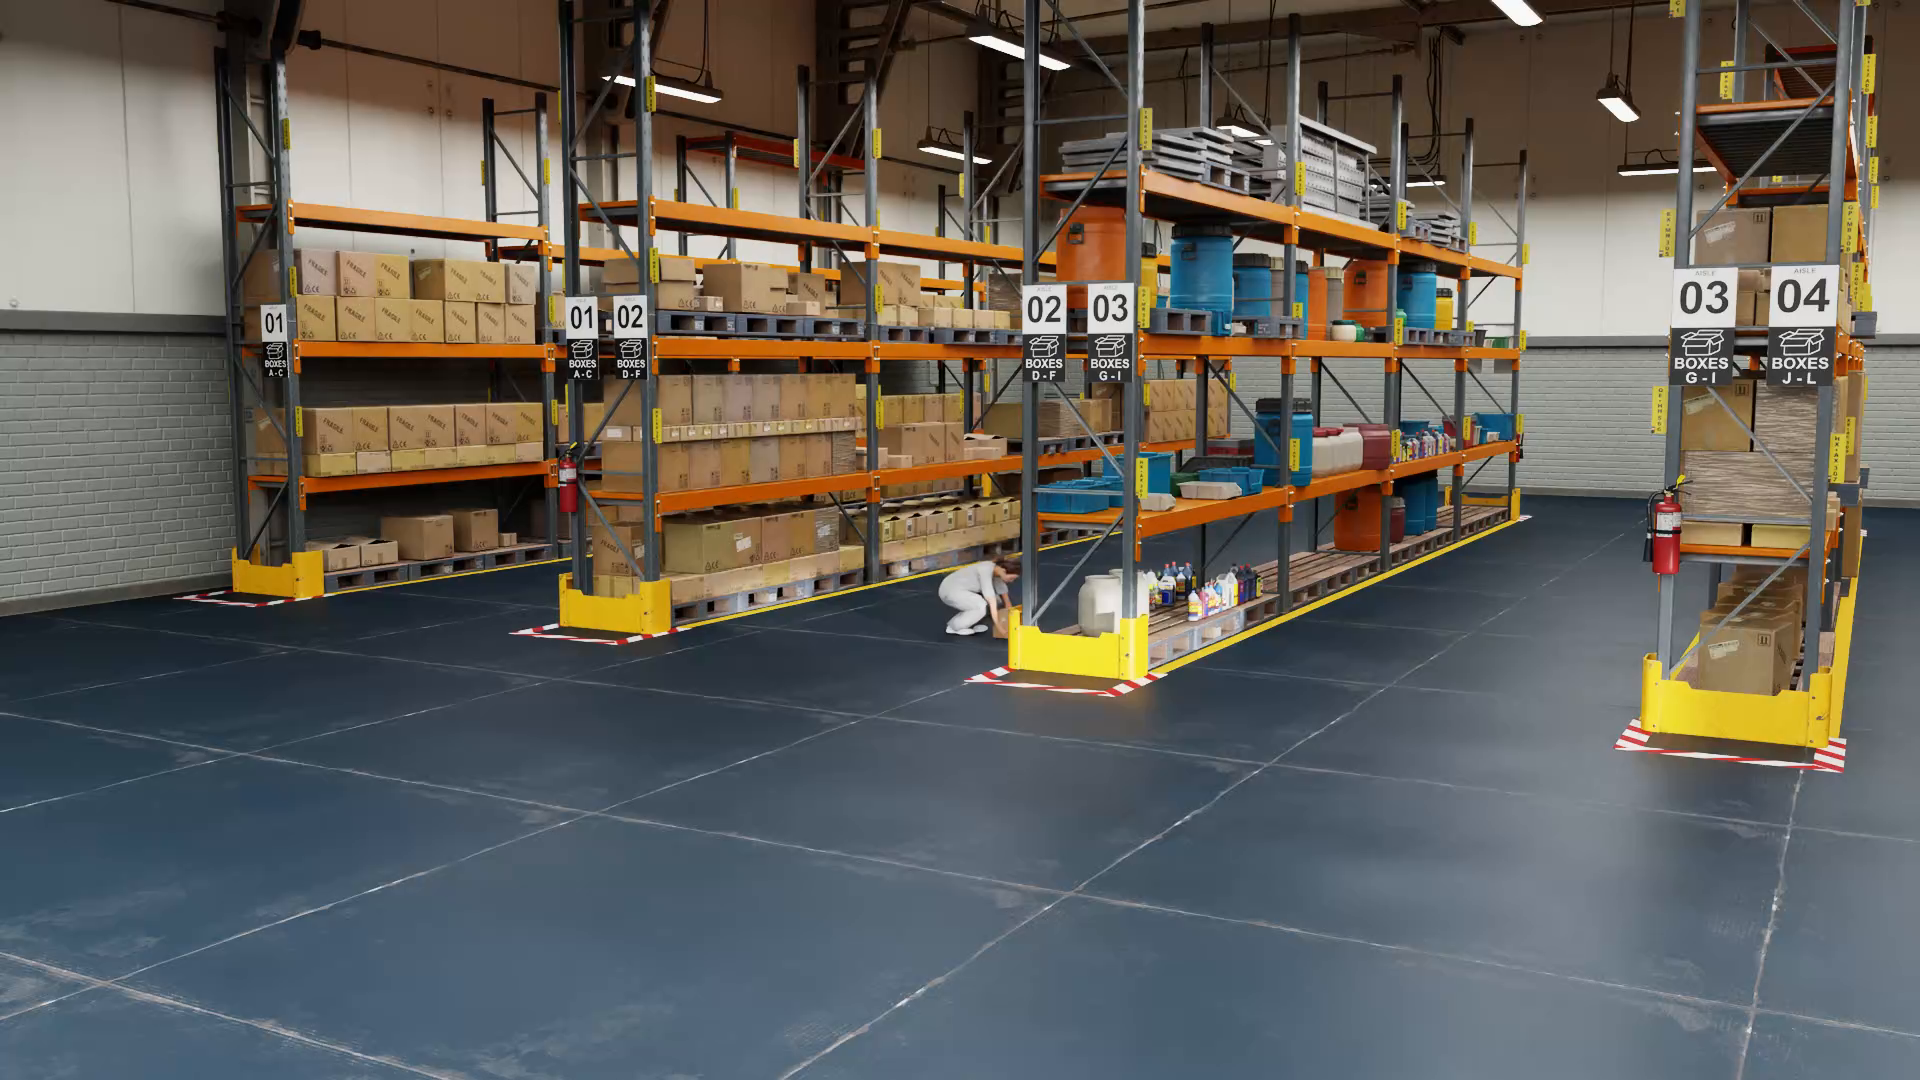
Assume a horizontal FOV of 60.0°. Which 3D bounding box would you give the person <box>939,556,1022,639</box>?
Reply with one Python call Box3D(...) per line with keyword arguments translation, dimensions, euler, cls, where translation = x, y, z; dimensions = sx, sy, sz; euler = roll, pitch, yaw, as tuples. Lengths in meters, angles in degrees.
Box3D(translation=(0.203, 0.544, 15.807), dimensions=(0.821, 0.800, 0.477), euler=(3, 7, 28), cls="person")
